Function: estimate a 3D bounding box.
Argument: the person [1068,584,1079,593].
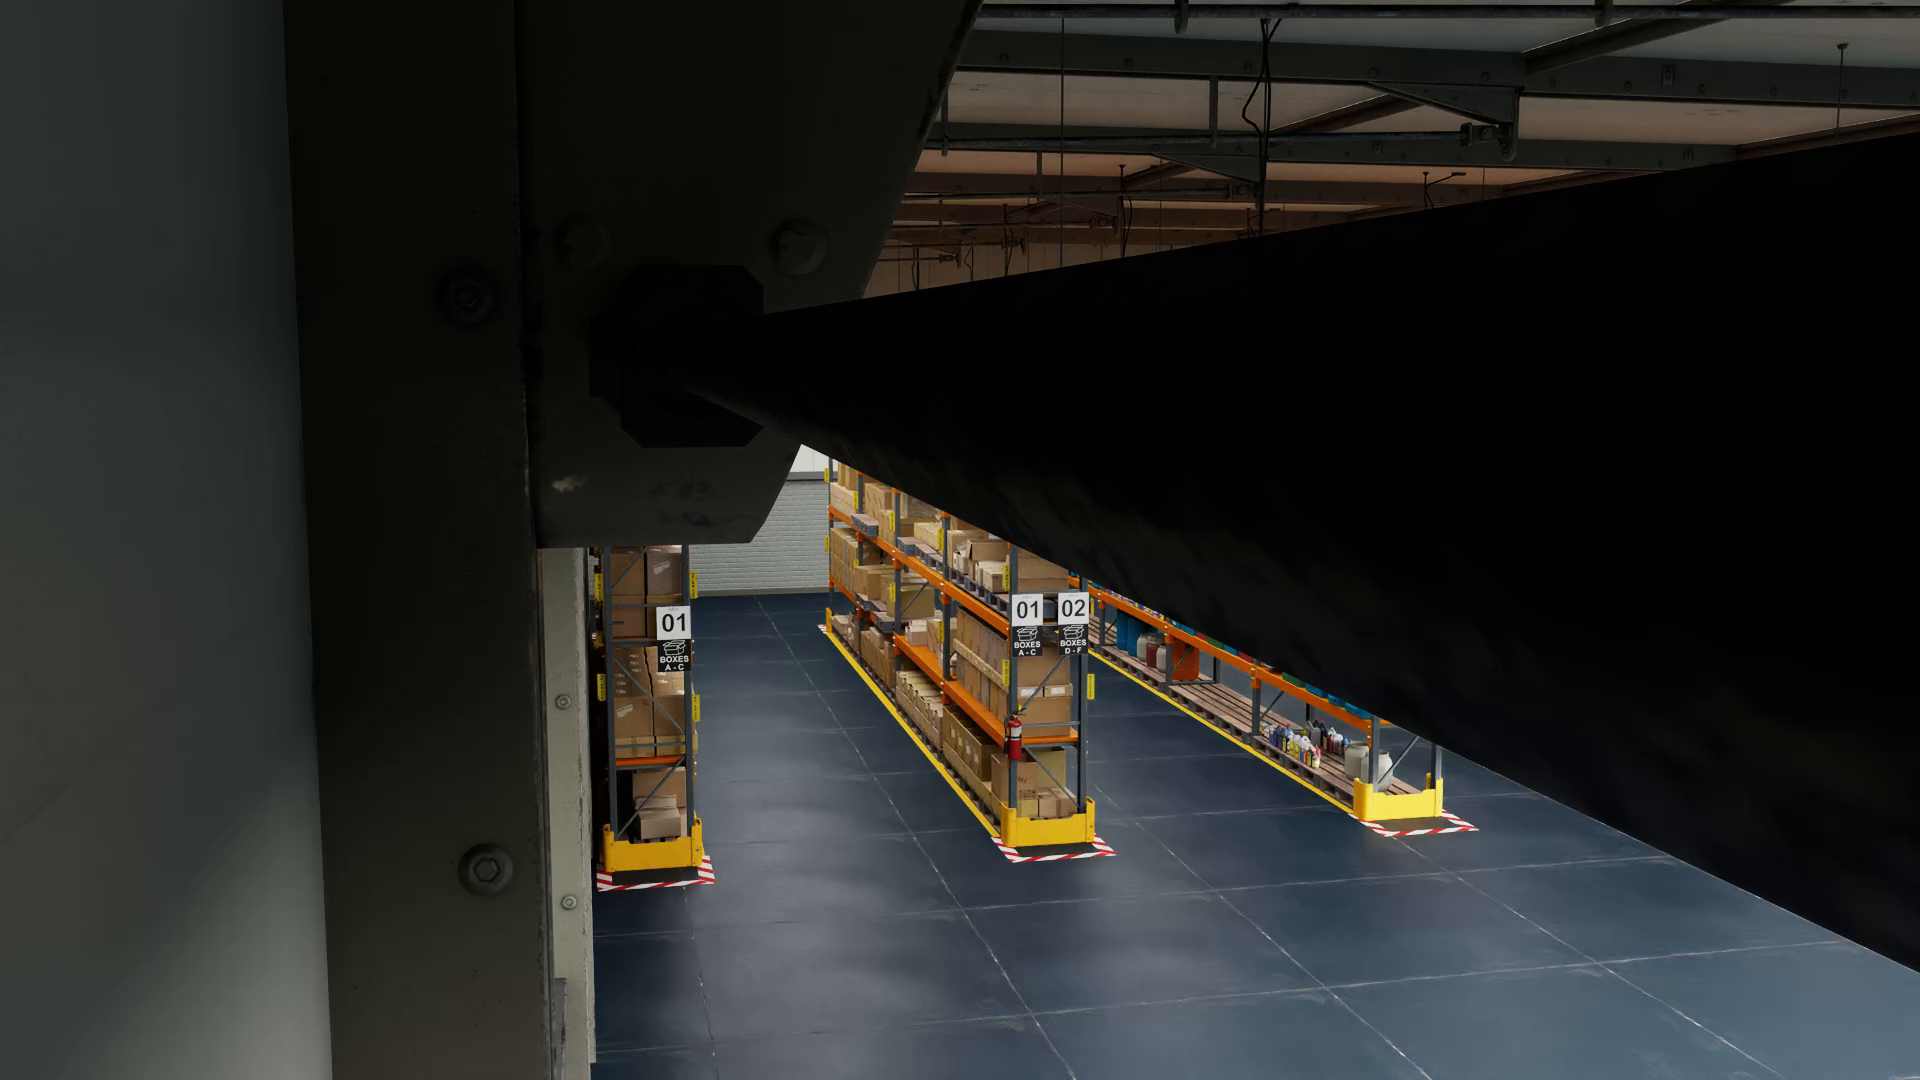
[{"bbox_3d":[2.676,0.741,40.314,0.696,1.678,0.582,1,7,12],"label":"person"}]

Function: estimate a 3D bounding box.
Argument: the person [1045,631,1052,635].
[{"bbox_3d":[1.802,1.516,33.736,0.607,1.683,0.910,-2,7,-14],"label":"person"}]
